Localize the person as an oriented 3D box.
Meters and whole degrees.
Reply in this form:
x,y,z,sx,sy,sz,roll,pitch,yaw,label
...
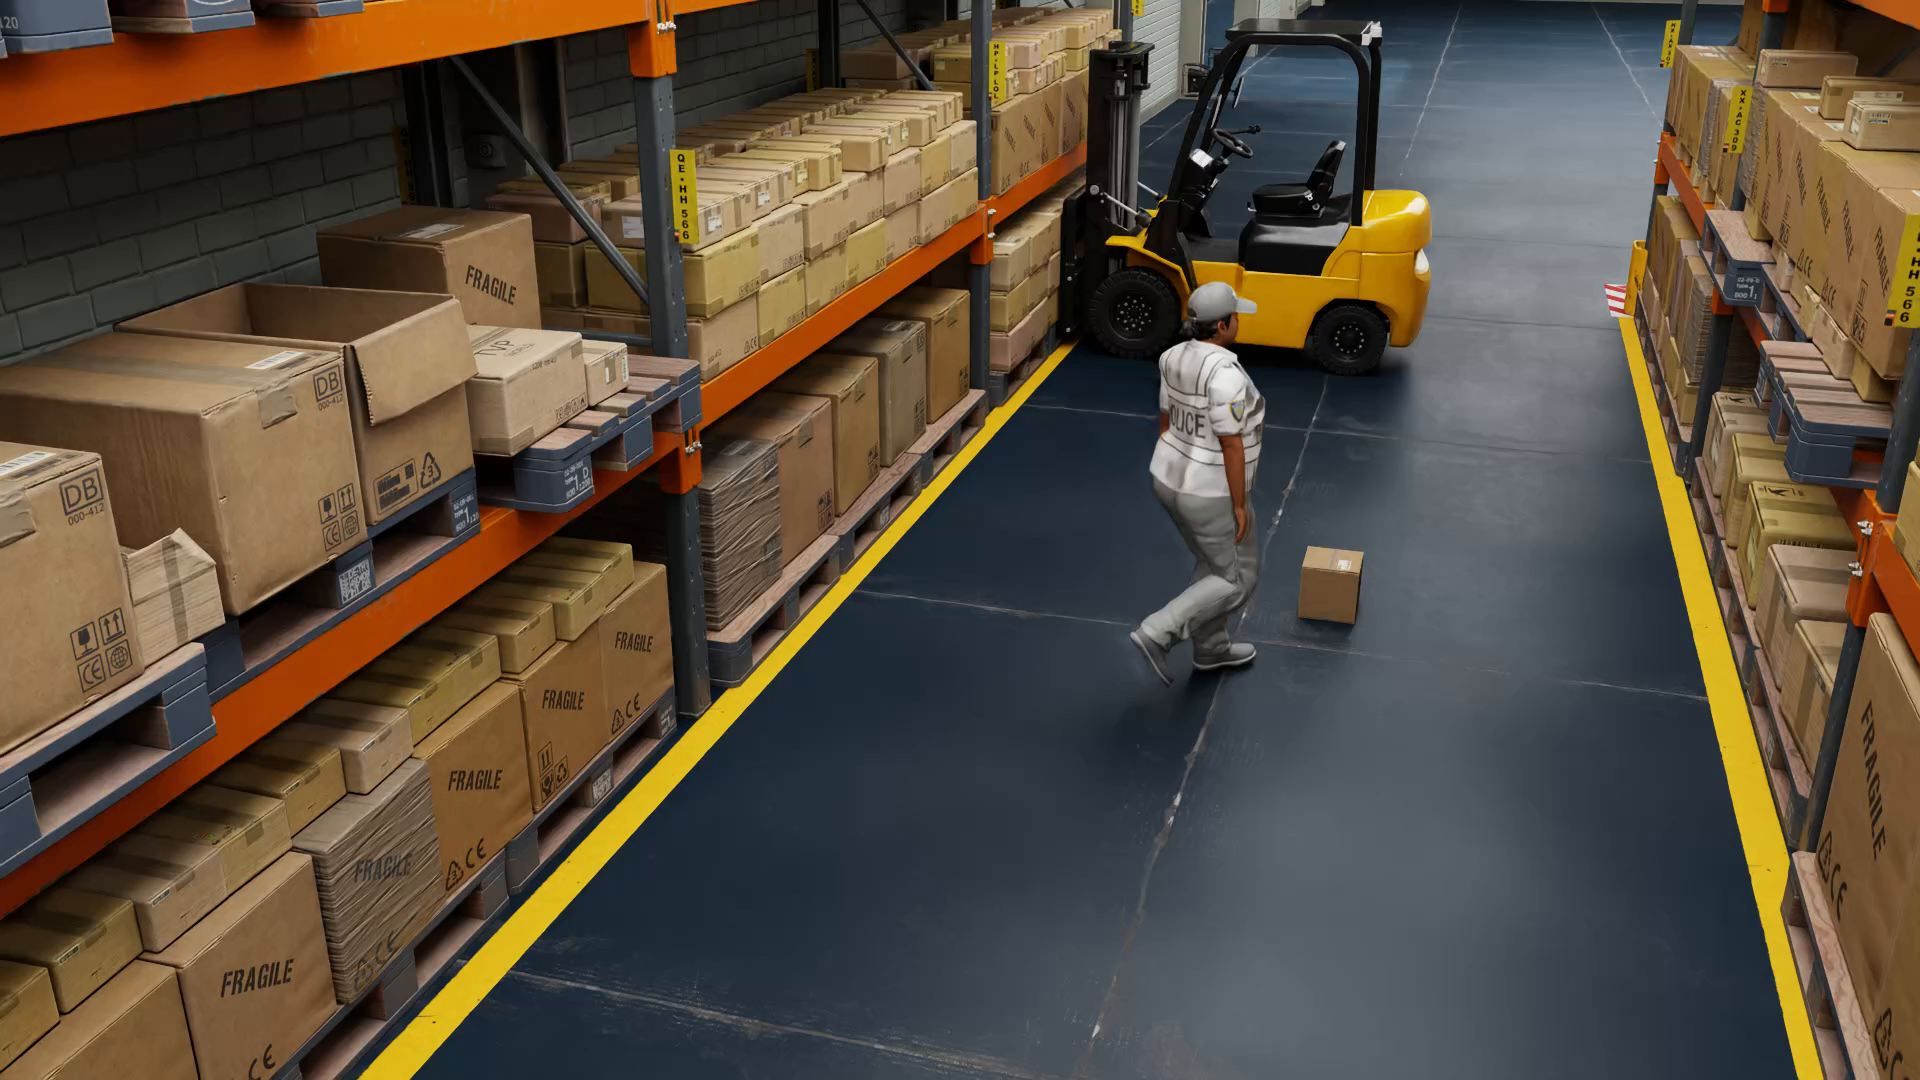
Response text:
x,y,z,sx,sy,sz,roll,pitch,yaw,label
1.017,-0.220,6.585,0.532,1.646,0.508,-9,24,-22,person
